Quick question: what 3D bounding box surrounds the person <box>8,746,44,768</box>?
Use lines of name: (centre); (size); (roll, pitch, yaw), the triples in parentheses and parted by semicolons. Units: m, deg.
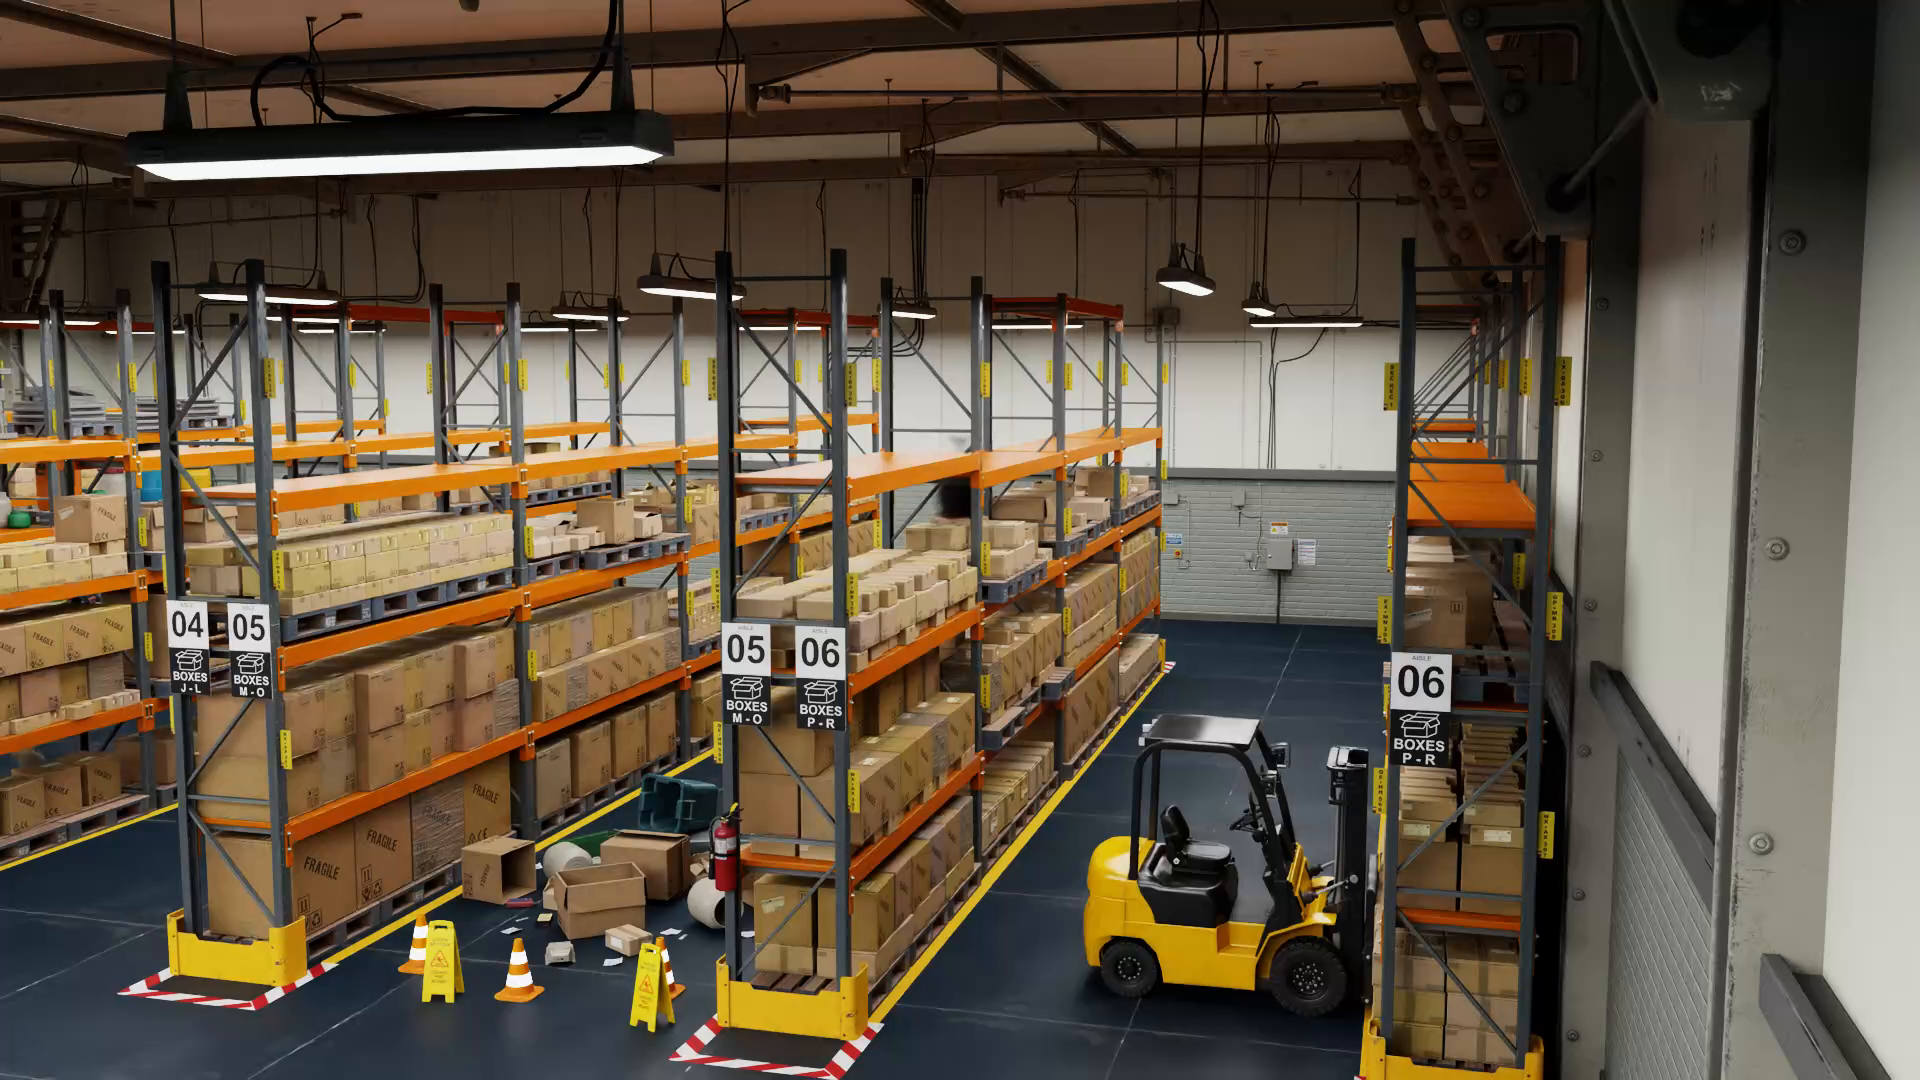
person: (-11.424, 2.200, 20.320); (0.659, 1.678, 0.775); (1, 6, 5)
